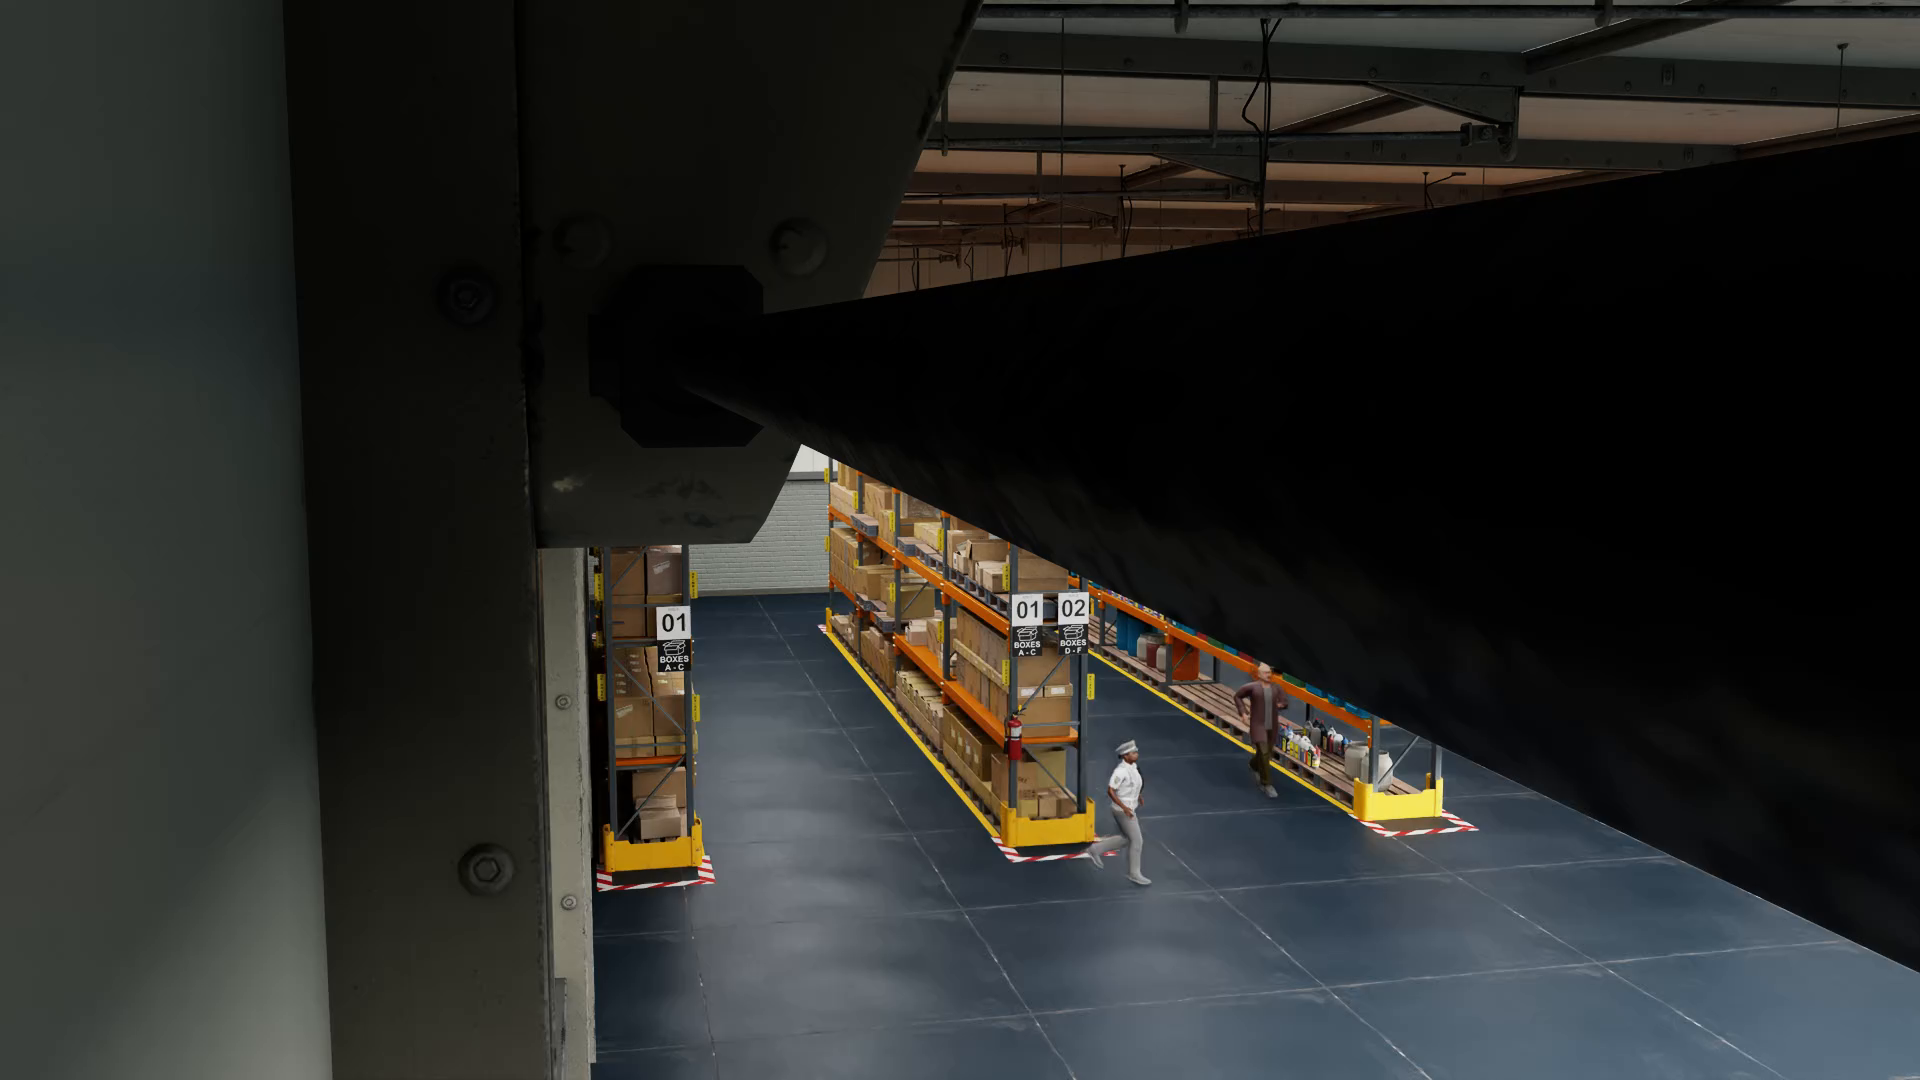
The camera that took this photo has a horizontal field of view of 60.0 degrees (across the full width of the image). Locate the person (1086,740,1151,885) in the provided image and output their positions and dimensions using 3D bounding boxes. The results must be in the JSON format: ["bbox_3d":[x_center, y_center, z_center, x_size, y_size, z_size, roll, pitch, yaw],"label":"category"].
[{"bbox_3d":[1.902,3.174,19.603,0.759,1.700,0.596,2,7,18],"label":"person"}]

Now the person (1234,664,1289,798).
[{"bbox_3d":[4.288,2.661,23.427,0.695,1.734,1.001,-2,7,-18],"label":"person"}]
